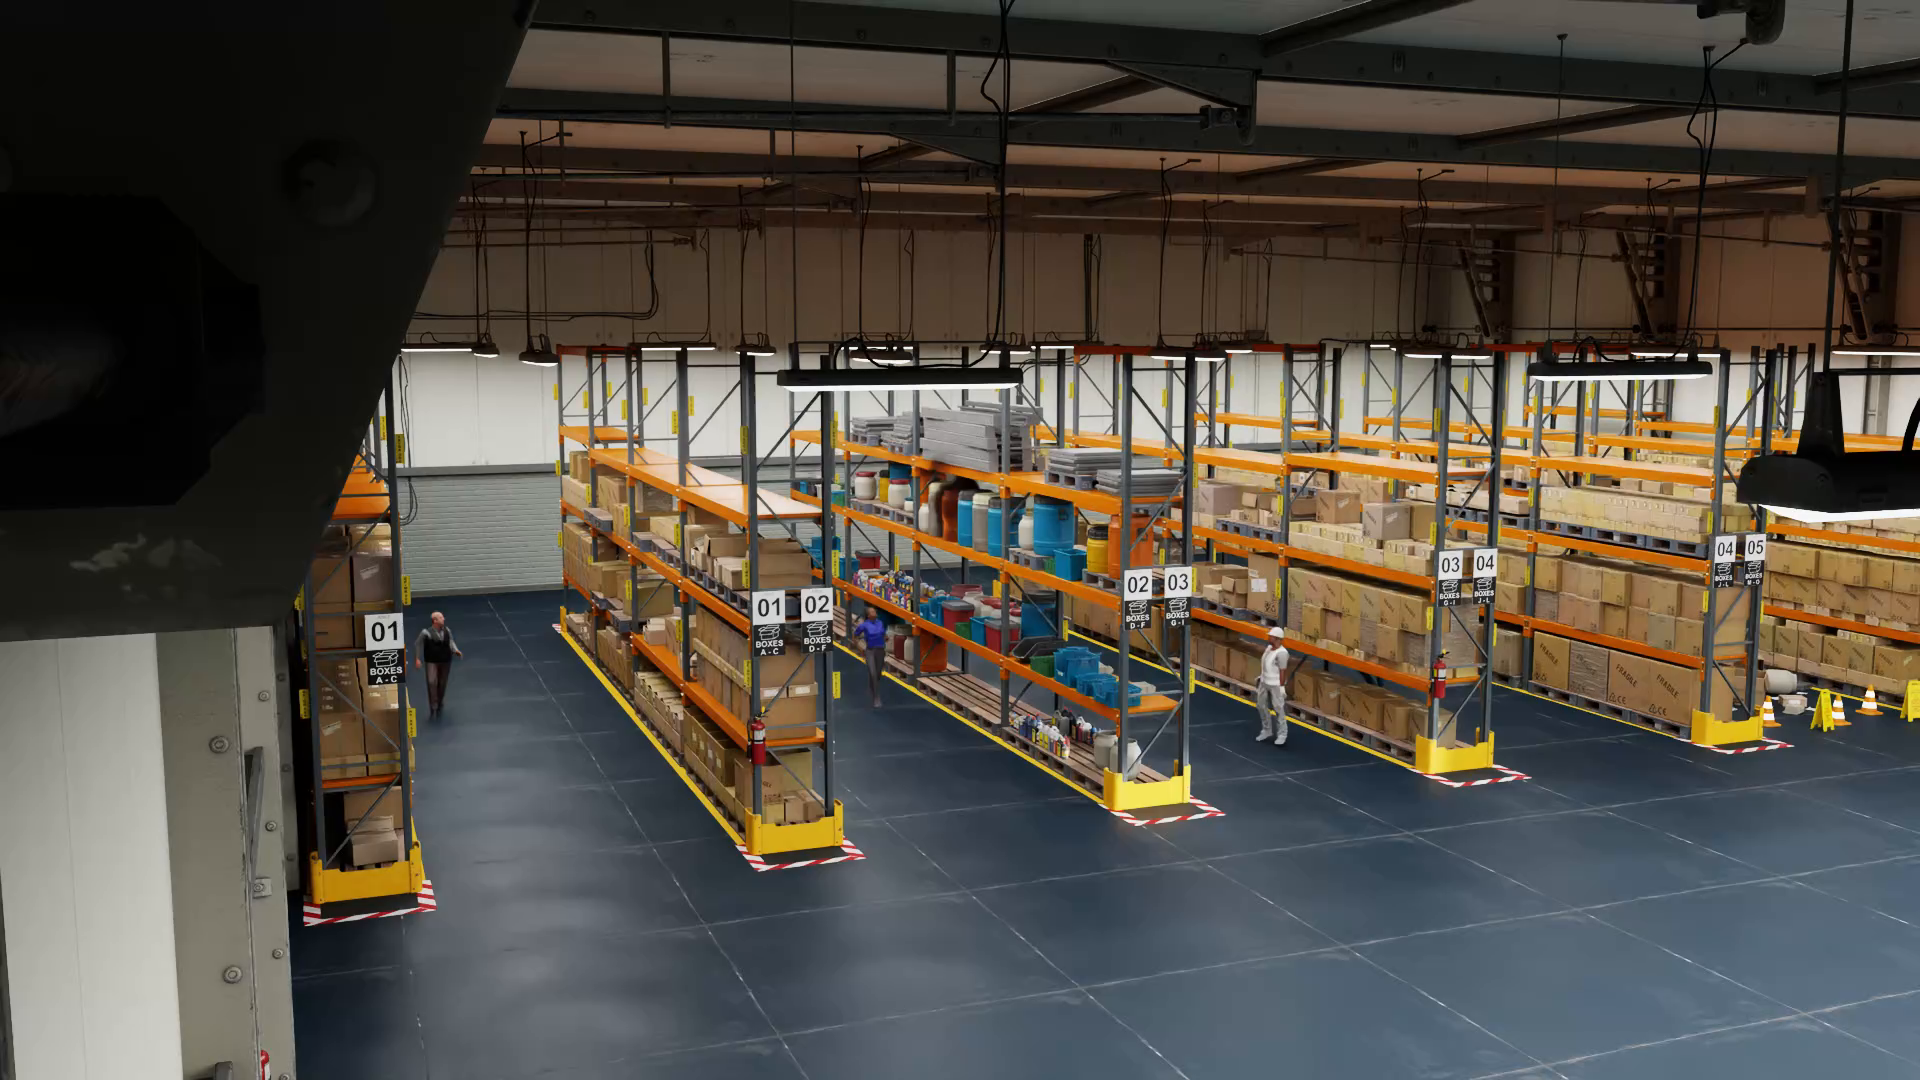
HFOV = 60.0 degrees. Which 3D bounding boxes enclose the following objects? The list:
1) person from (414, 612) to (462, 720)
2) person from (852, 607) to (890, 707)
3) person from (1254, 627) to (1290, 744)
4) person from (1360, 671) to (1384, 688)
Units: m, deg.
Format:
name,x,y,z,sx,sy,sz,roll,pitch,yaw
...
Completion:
name,x,y,z,sx,sy,sz,roll,pitch,yaw
person,-8.616,2.029,27.449,0.749,1.705,0.983,-3,8,-21
person,-1.477,1.933,27.867,0.628,1.569,1.028,-2,8,-18
person,4.769,2.214,25.461,0.383,1.813,0.702,-3,8,-23
person,7.091,1.937,28.381,0.507,1.599,0.394,6,10,41
